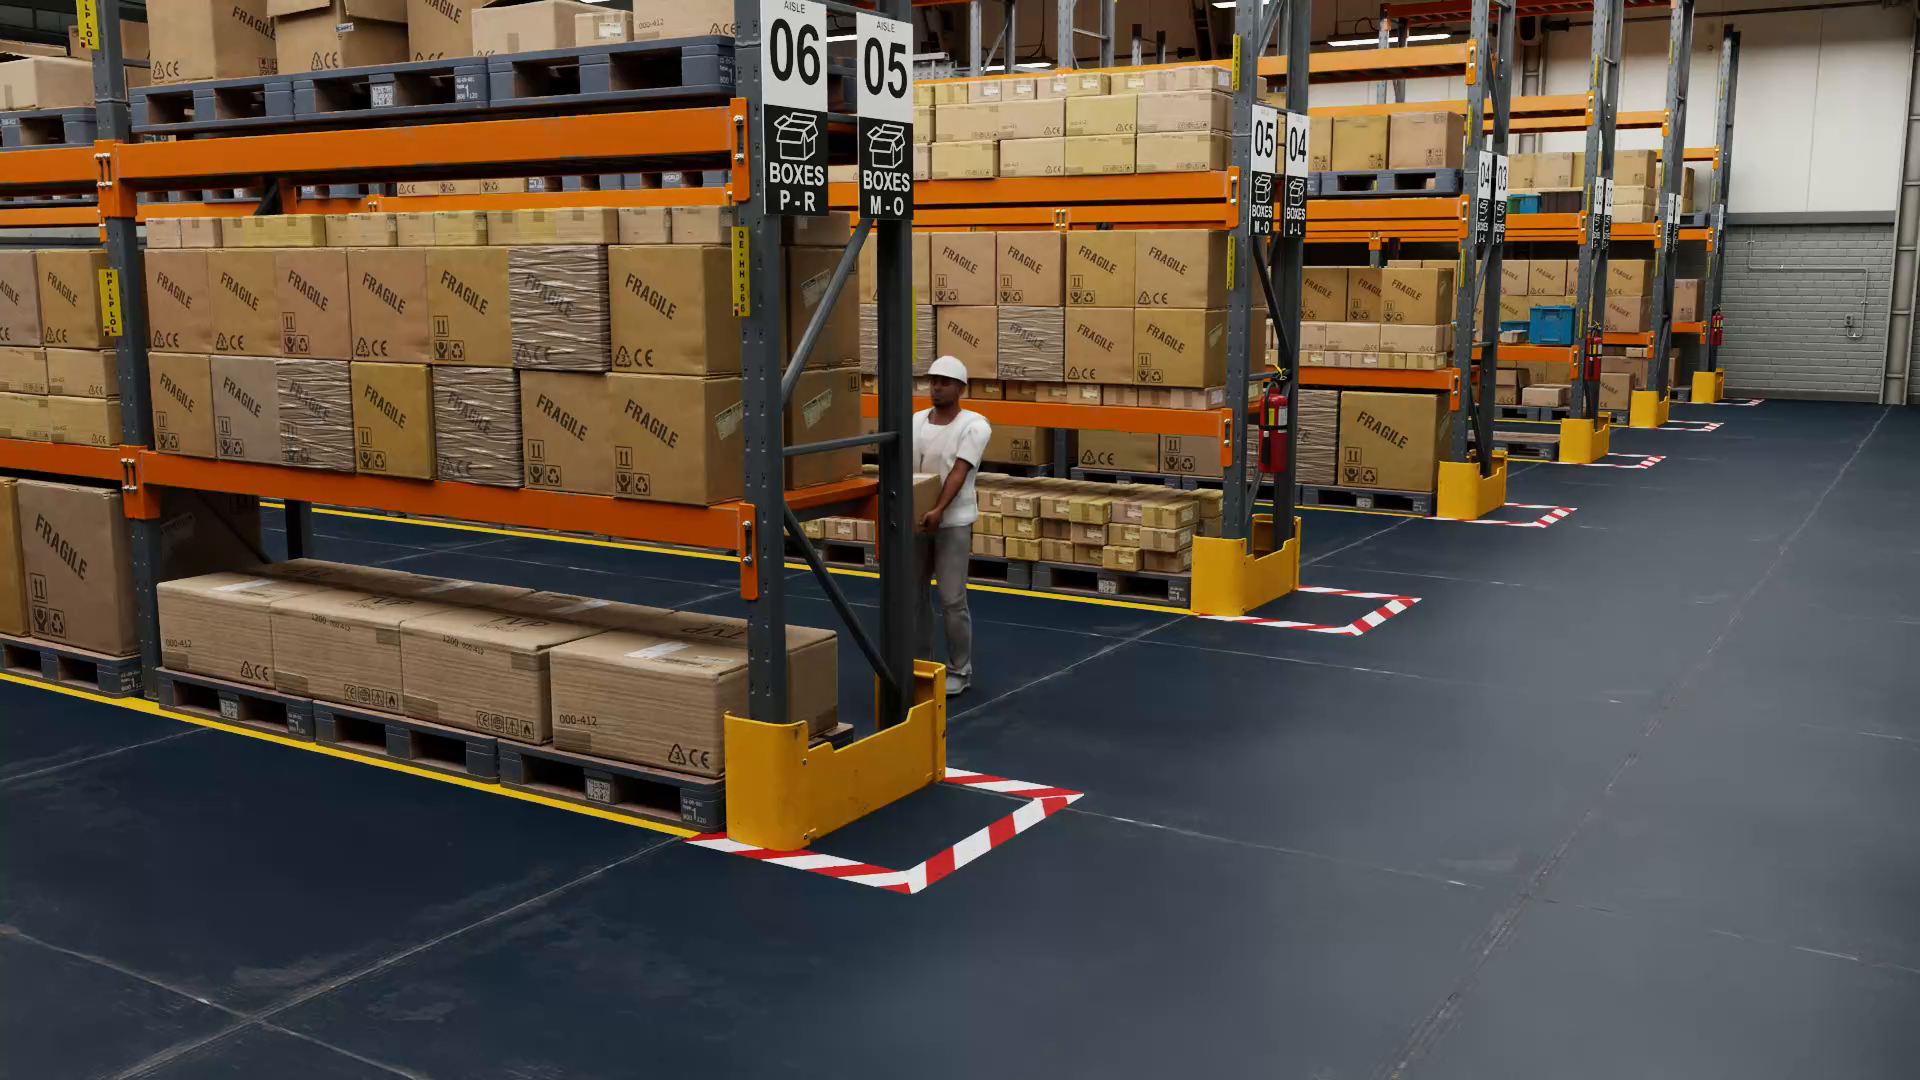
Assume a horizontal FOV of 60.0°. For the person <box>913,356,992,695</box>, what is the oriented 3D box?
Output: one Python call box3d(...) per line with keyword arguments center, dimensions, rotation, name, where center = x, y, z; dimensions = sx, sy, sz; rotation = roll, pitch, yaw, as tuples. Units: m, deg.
box3d(center=(-0.162, -0.068, 8.654), dimensions=(0.484, 1.761, 0.577), rotation=(6, 11, 31), name="person")
